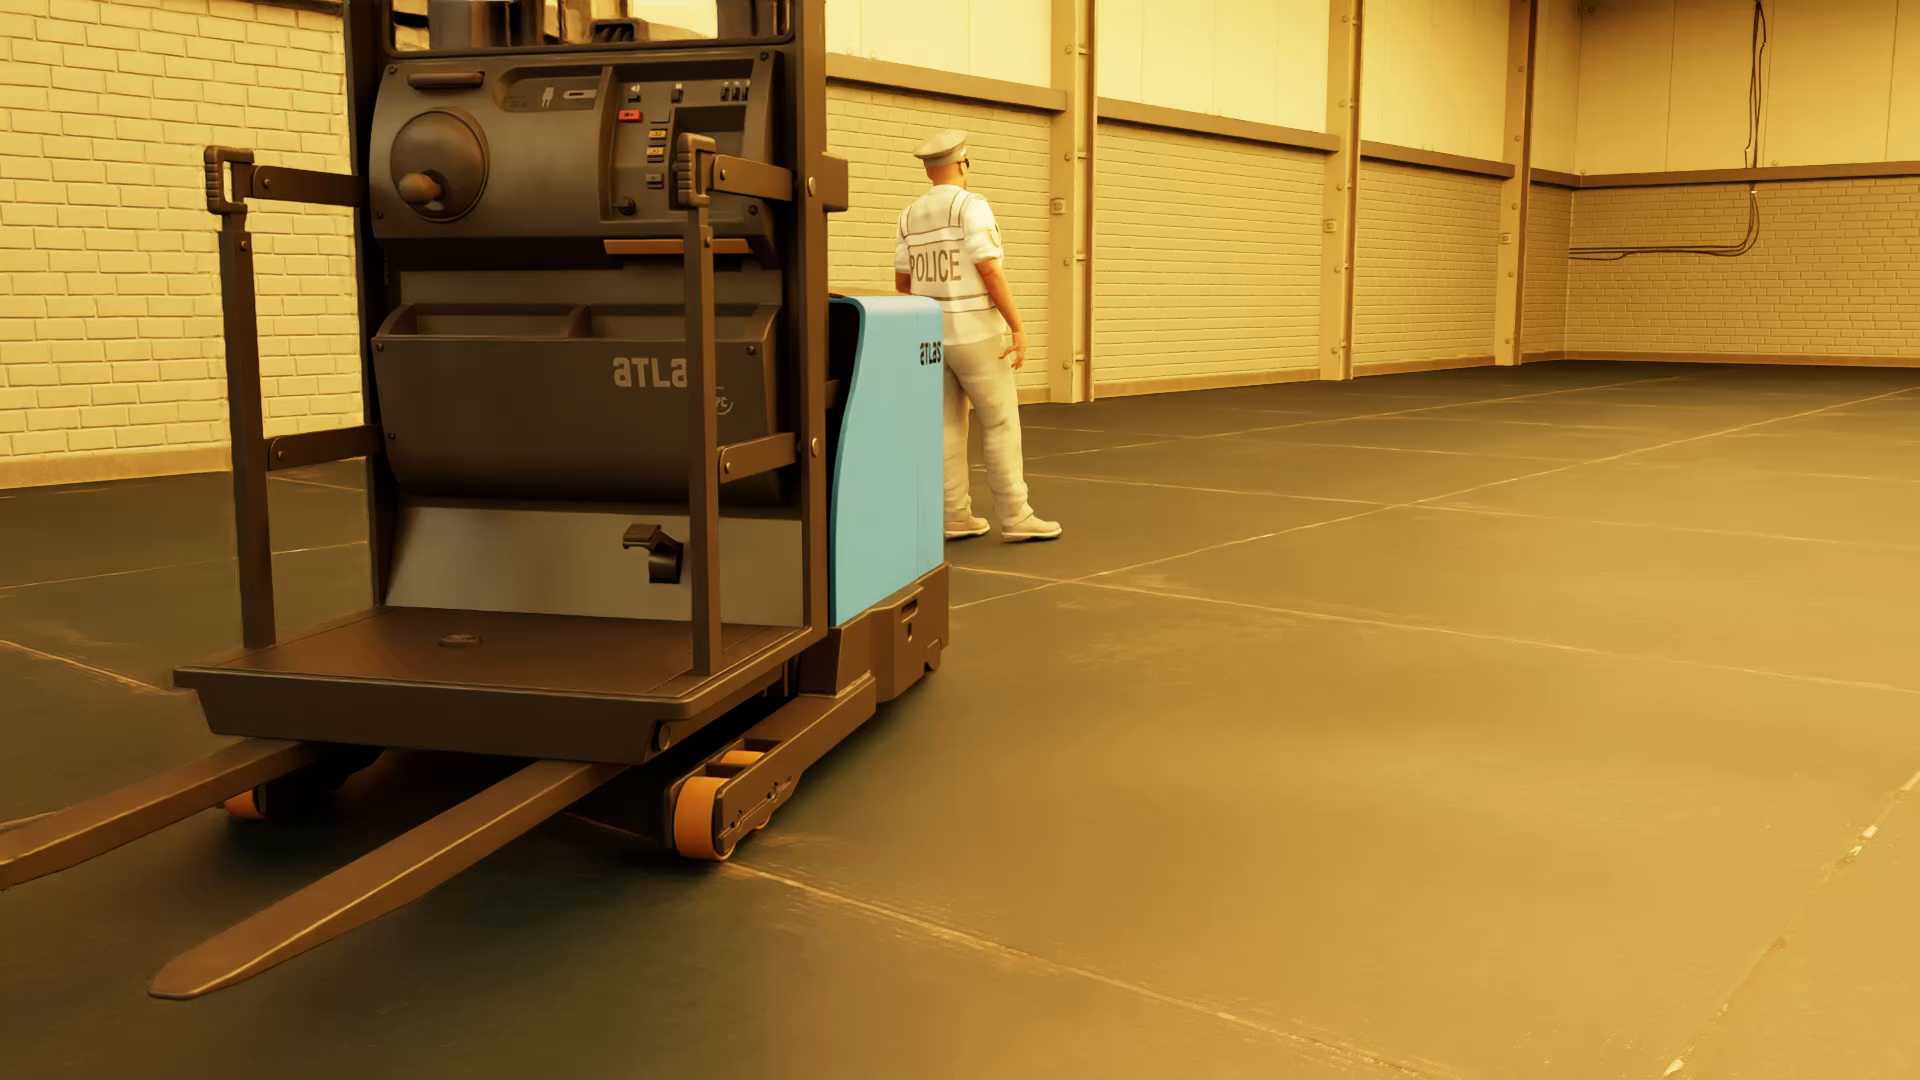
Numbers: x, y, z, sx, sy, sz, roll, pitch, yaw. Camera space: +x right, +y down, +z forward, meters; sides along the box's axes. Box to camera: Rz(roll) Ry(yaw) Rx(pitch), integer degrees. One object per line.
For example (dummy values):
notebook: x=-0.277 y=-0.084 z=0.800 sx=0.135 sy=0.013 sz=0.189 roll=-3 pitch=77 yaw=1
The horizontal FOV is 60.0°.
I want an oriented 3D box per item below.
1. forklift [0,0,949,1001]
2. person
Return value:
forklift: x=-0.895 y=-0.894 z=3.391 sx=1.130 sy=2.935 sz=3.031 roll=2 pitch=9 yaw=14
person: x=0.058 y=-0.897 z=7.328 sx=0.641 sy=1.780 sz=0.574 roll=7 pitch=11 yaw=38
